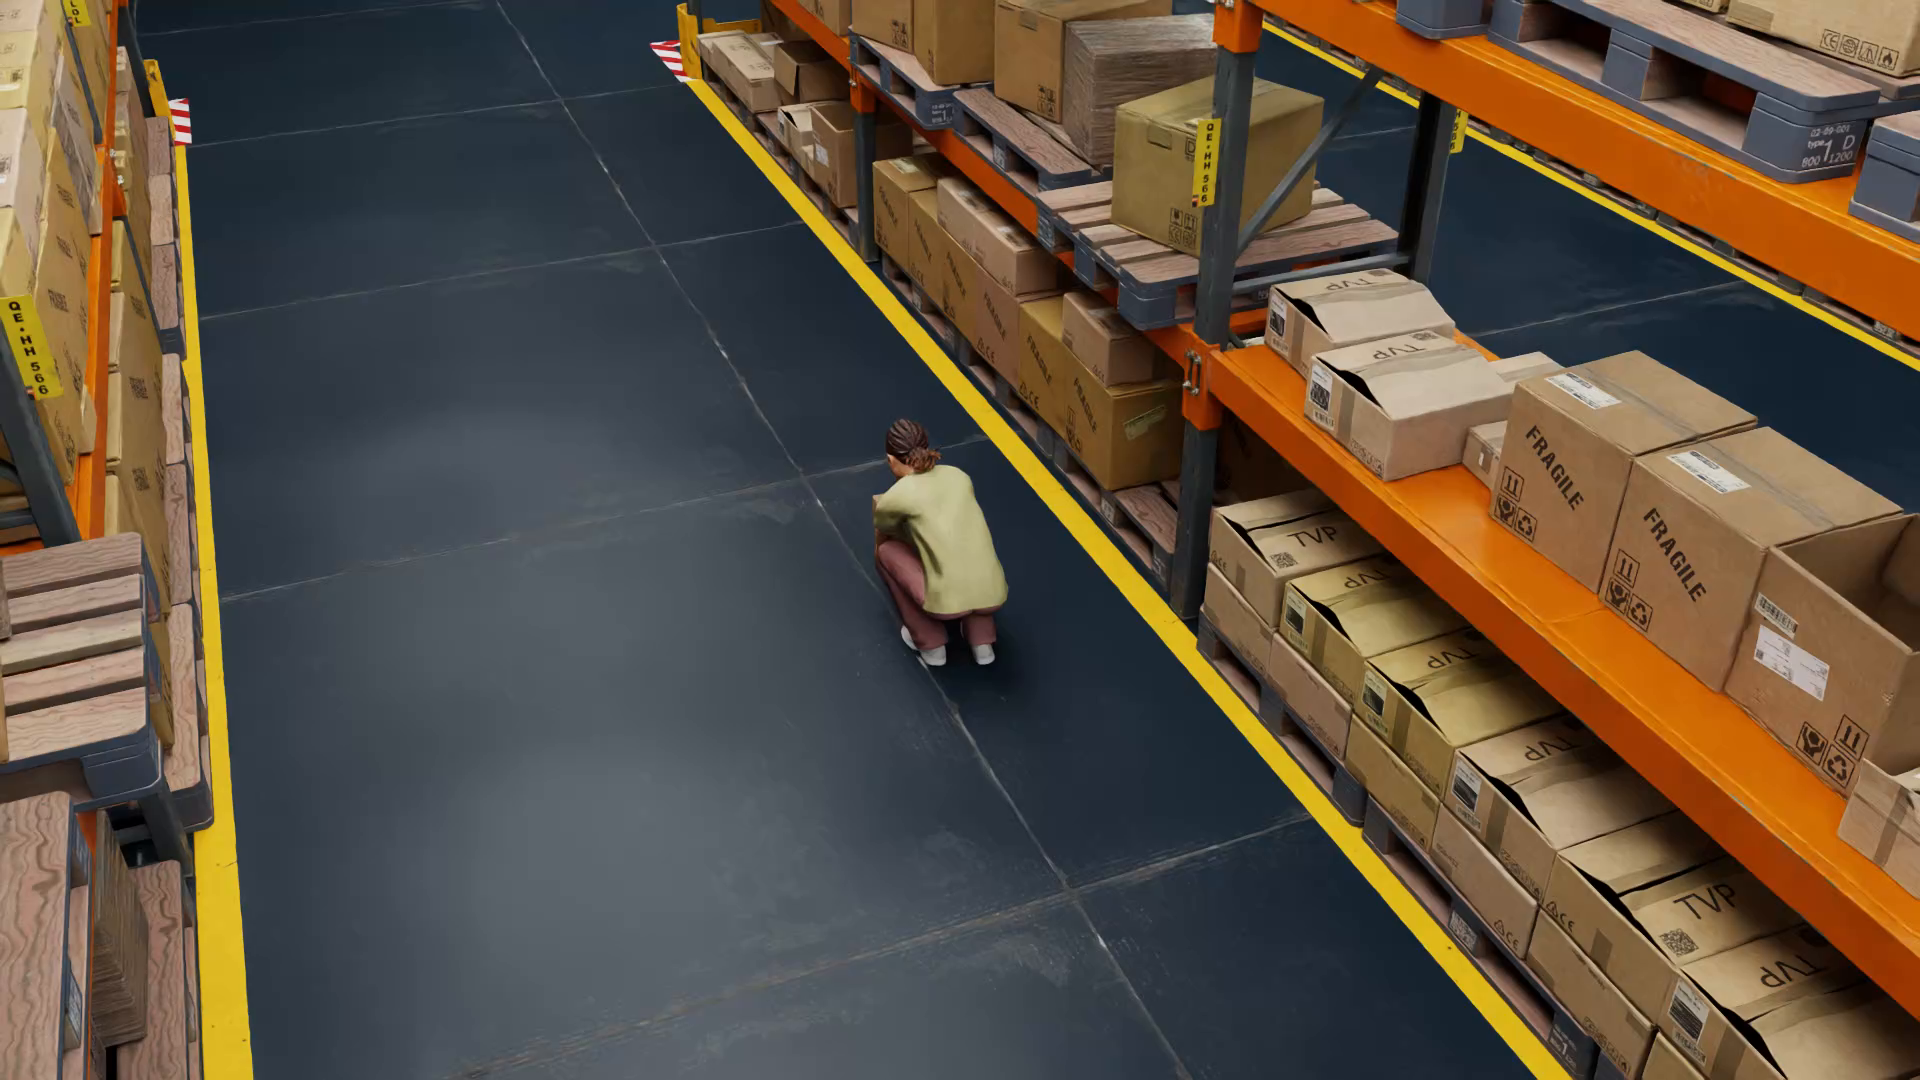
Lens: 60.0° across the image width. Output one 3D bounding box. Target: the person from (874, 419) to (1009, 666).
[{"bbox_3d":[-0.101,0.006,6.813,0.471,0.933,0.802,-13,36,-18],"label":"person"}]
